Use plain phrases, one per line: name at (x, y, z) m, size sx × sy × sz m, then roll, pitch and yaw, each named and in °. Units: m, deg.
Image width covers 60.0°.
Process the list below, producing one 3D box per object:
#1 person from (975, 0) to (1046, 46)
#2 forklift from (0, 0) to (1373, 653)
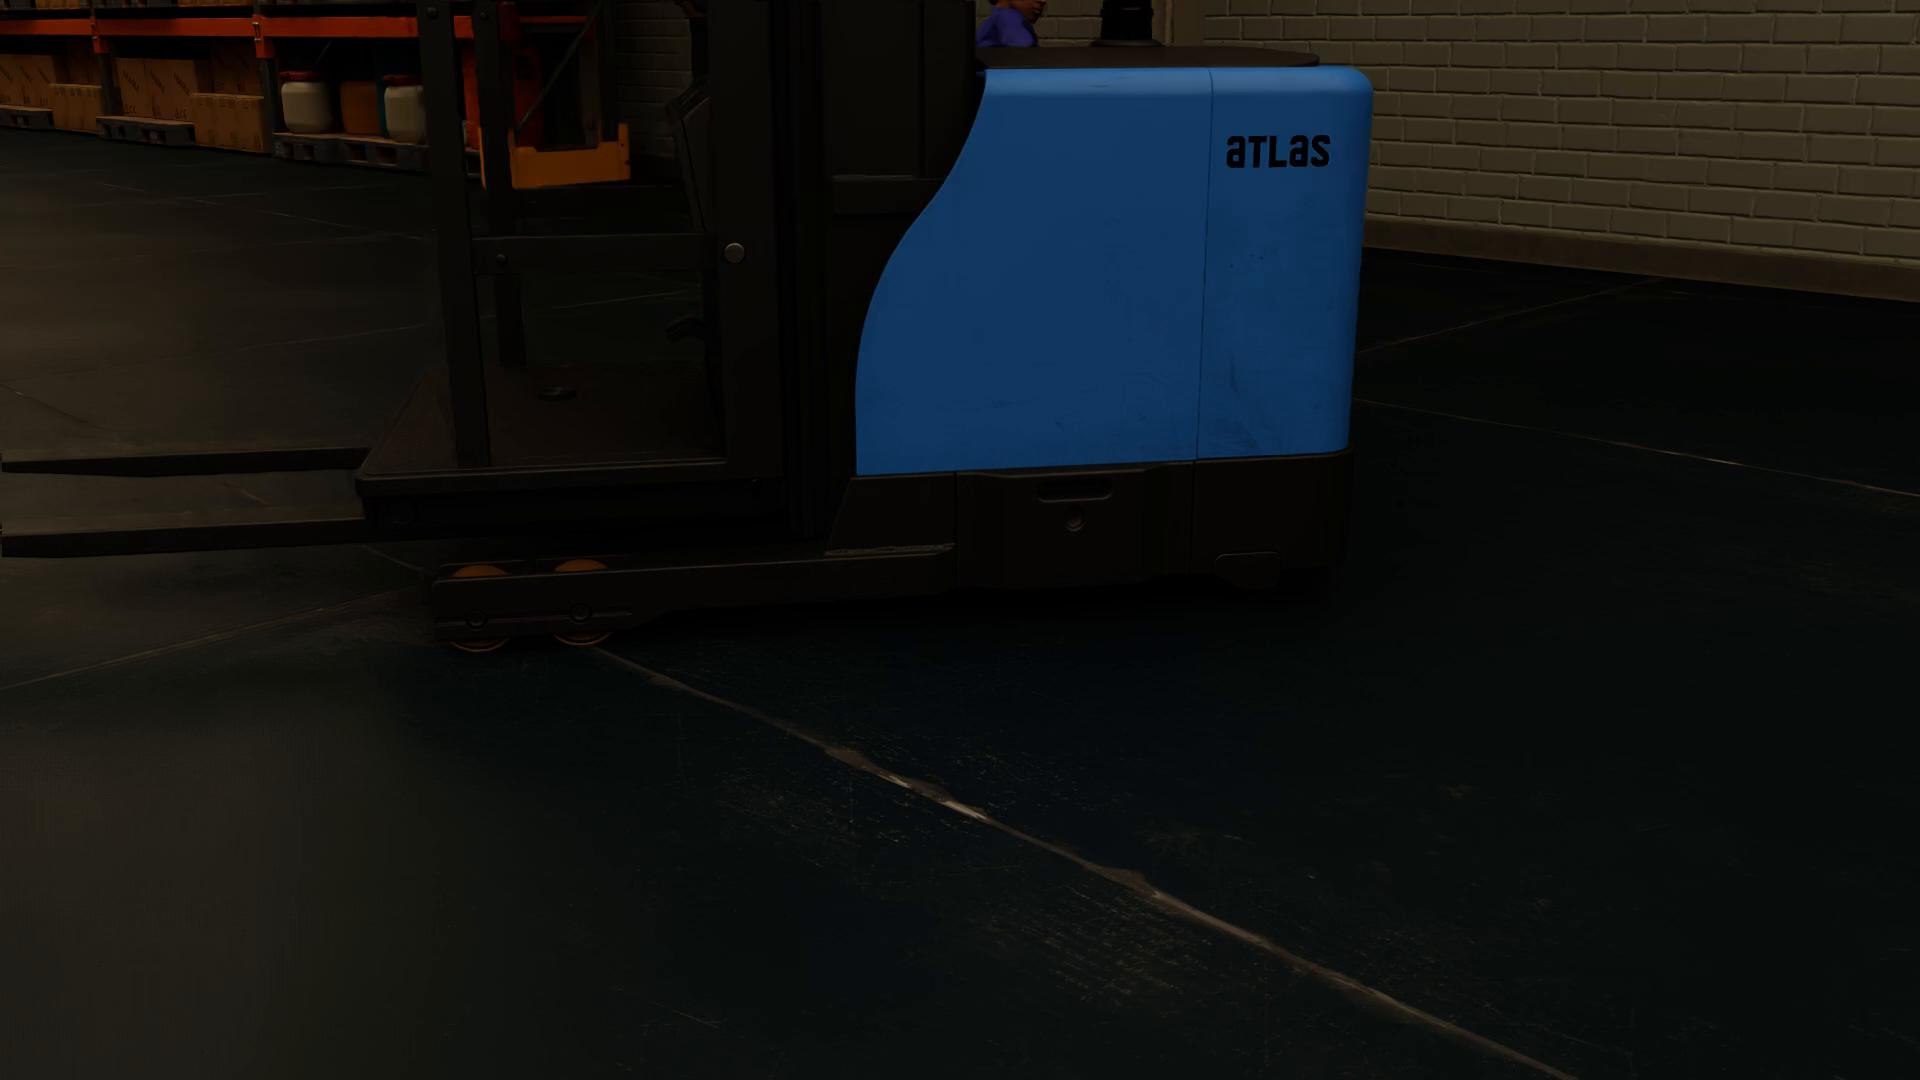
person at (0.205, -1.331, 5.941) m, size 0.716 × 1.444 × 0.855 m, roll -11°, pitch 20°, yaw -31°
forklift at (-0.739, -1.352, 3.306) m, size 3.031 × 2.935 × 1.130 m, roll -3°, pitch 17°, yaw -10°
